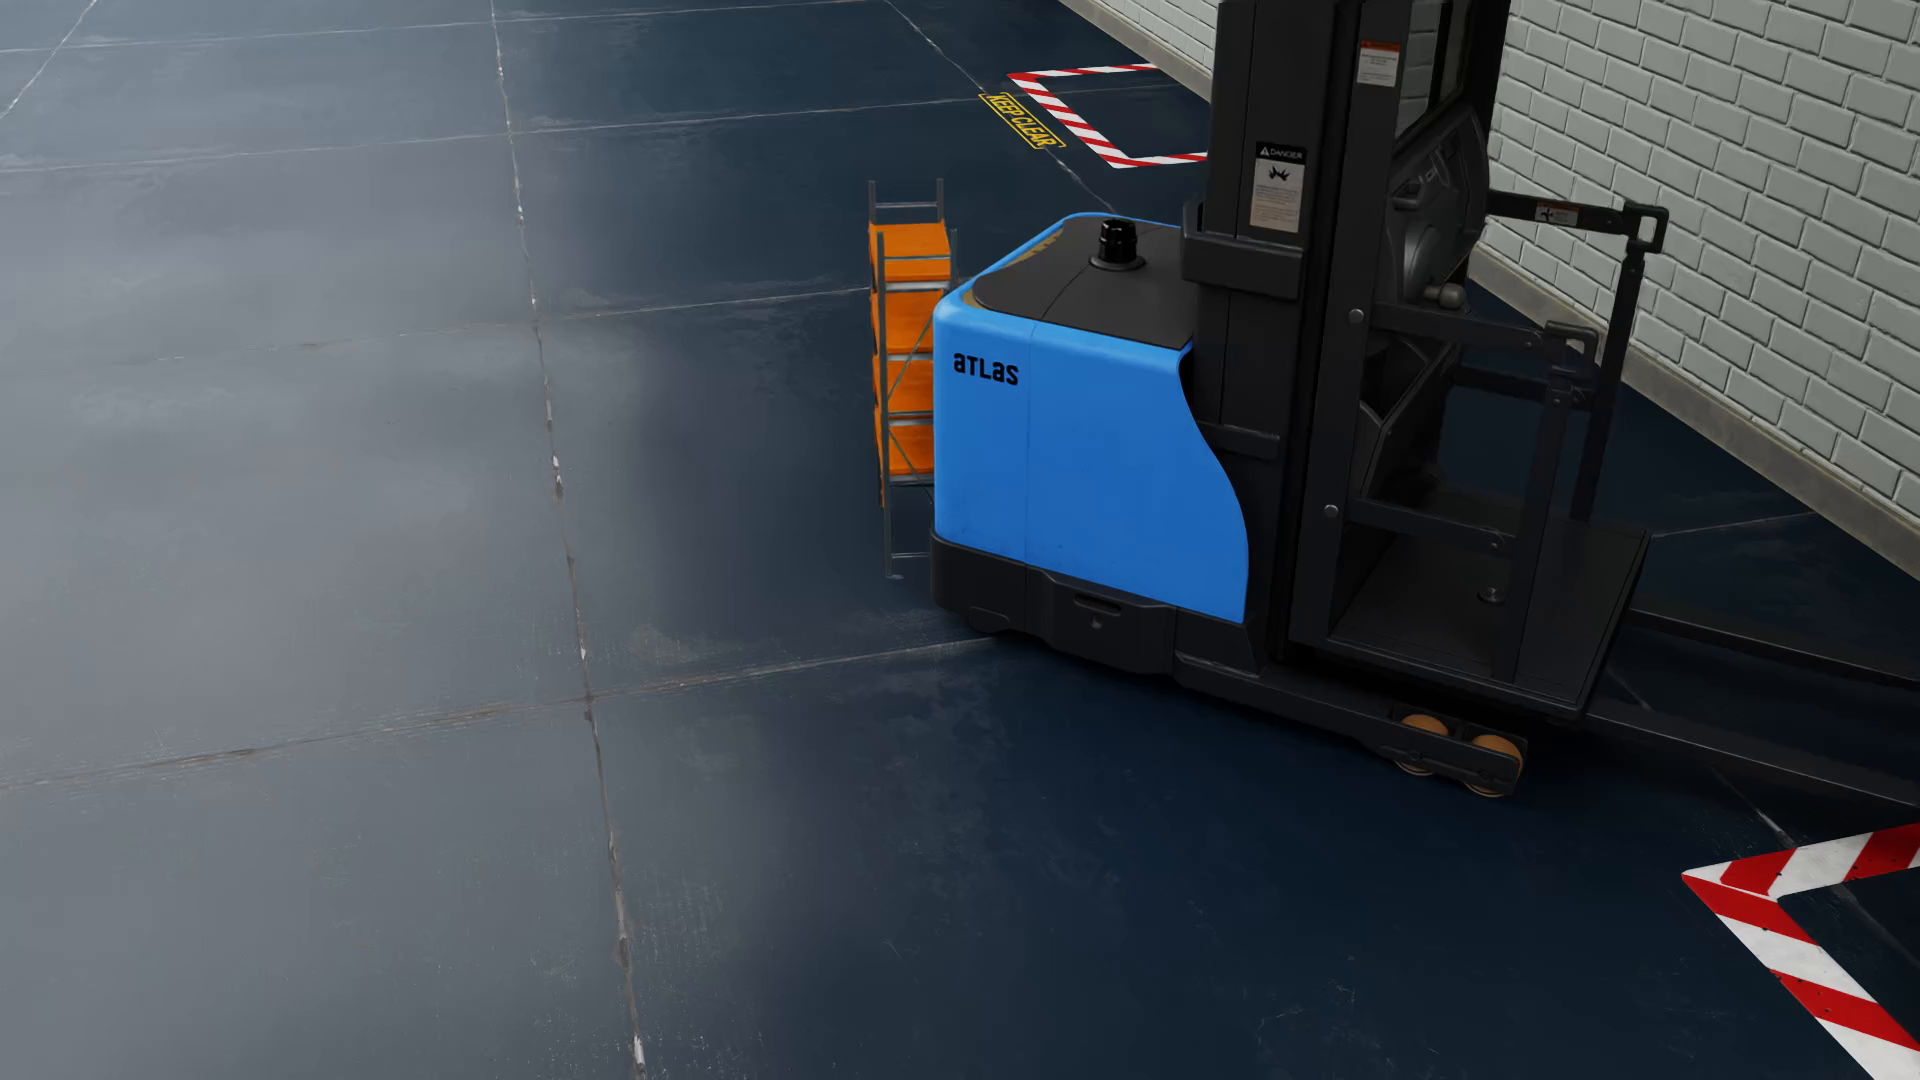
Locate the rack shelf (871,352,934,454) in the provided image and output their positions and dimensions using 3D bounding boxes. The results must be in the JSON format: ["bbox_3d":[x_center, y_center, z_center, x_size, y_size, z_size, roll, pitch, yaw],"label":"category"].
[{"bbox_3d":[-0.151,-0.462,5.484,0.258,0.148,0.480,-3,30,-5],"label":"rack shelf"}]

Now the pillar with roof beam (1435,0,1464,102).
[{"bbox_3d":[-2.011,-4.856,5.157,9.100,9.000,0.400,-8,31,-13],"label":"pillar with roof beam"}]

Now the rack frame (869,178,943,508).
[{"bbox_3d":[-0.174,-0.642,5.661,0.240,1.200,0.015,-3,30,-5],"label":"rack frame"}]

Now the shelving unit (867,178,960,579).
[{"bbox_3d":[-0.151,-0.520,5.451,0.258,1.200,0.503,-3,30,-5],"label":"shelving unit"}]

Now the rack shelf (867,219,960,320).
[{"bbox_3d":[-0.151,-0.860,5.254,0.258,0.148,0.480,-3,30,-5],"label":"rack shelf"}]

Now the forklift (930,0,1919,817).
[{"bbox_3d":[1.445,-0.872,4.331,3.031,2.935,1.130,16,34,25],"label":"forklift"}]

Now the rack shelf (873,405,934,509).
[{"bbox_3d":[-0.151,-0.290,5.584,0.258,0.148,0.480,-3,30,-5],"label":"rack shelf"}]

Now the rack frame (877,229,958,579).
[{"bbox_3d":[-0.128,-0.398,5.240,0.240,1.200,0.015,-3,30,-5],"label":"rack frame"}]

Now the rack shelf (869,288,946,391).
[{"bbox_3d":[-0.151,-0.655,5.372,0.258,0.148,0.480,-3,30,-5],"label":"rack shelf"}]
